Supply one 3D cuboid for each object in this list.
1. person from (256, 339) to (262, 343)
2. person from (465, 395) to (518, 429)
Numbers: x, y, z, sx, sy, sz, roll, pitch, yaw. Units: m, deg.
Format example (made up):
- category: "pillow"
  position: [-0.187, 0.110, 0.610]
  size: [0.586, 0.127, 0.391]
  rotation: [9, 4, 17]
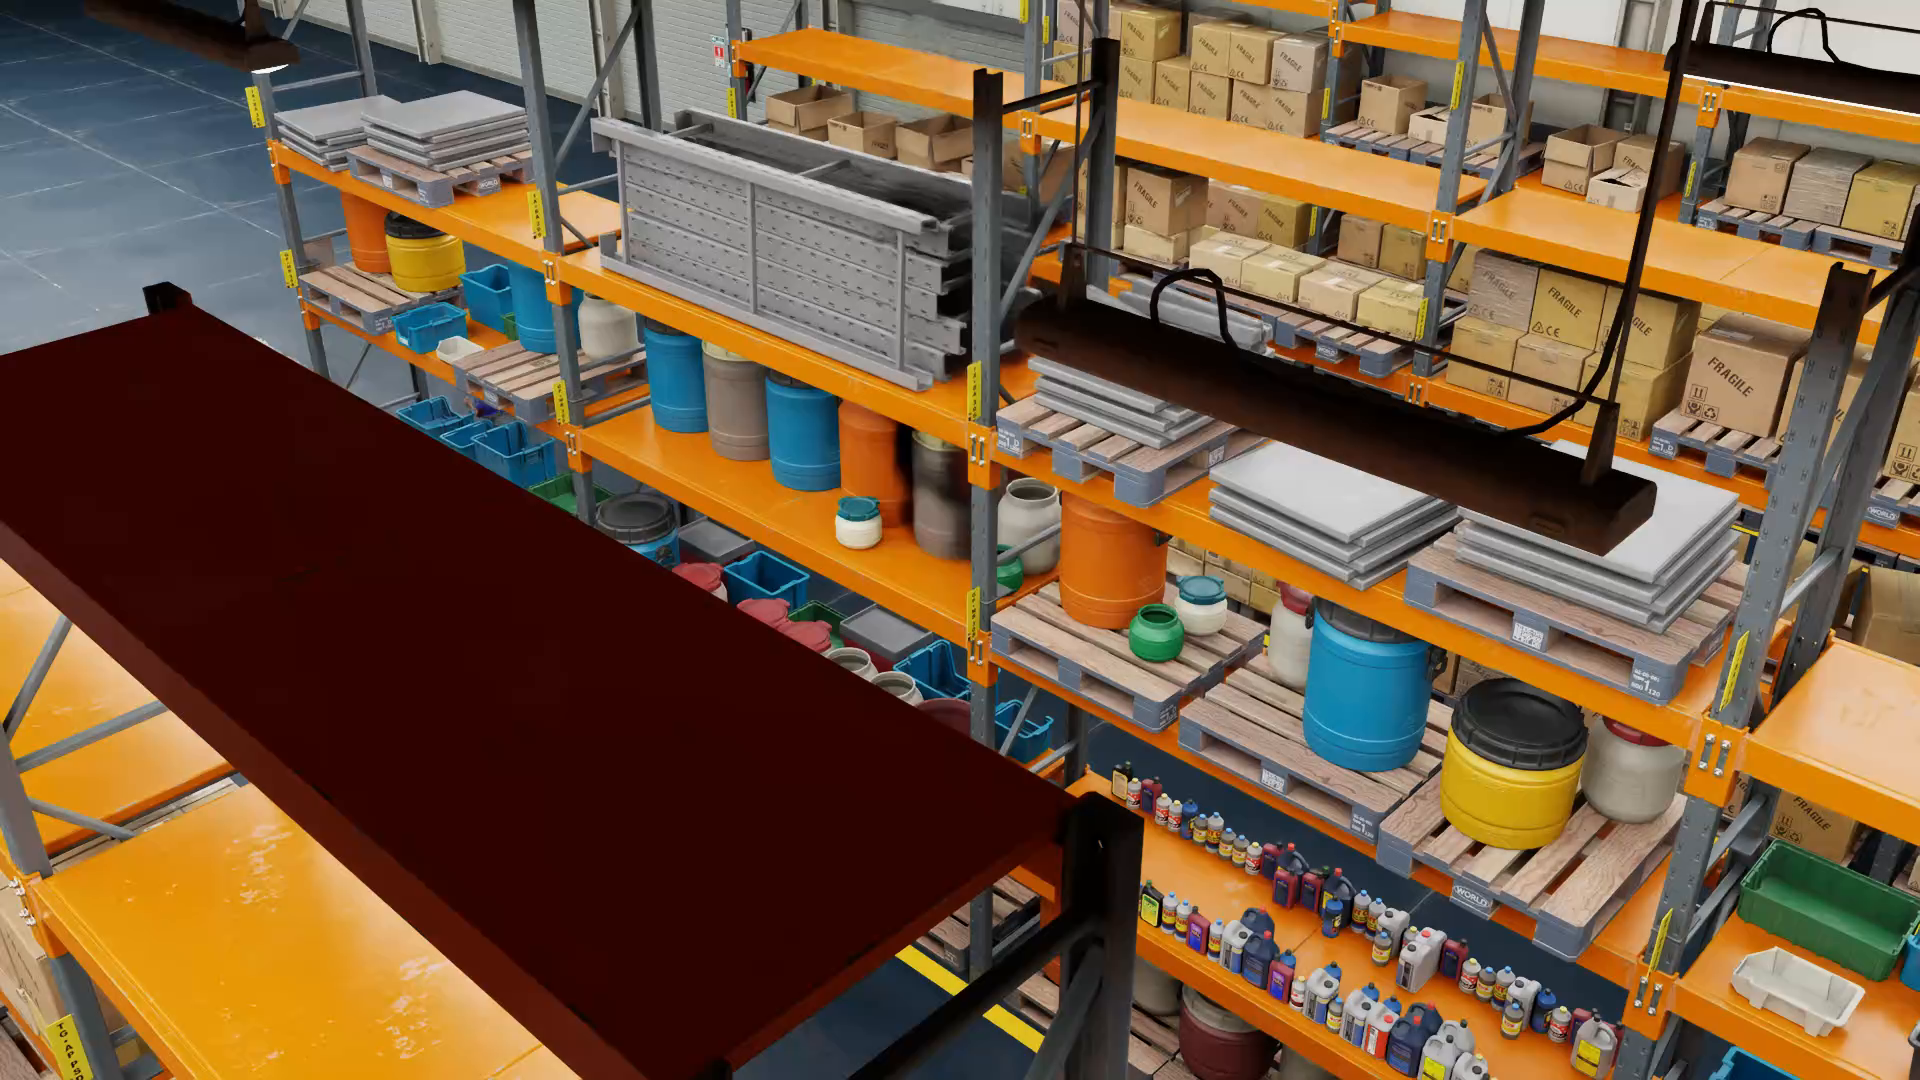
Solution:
- category: "person"
  position: [-6.866, -1.200, 16.578]
  size: [0.847, 1.794, 0.699]
  rotation: [-7, 30, -12]
- category: "person"
  position: [-4.567, -1.114, 16.585]
  size: [0.776, 1.685, 0.596]
  rotation: [10, 31, 17]
